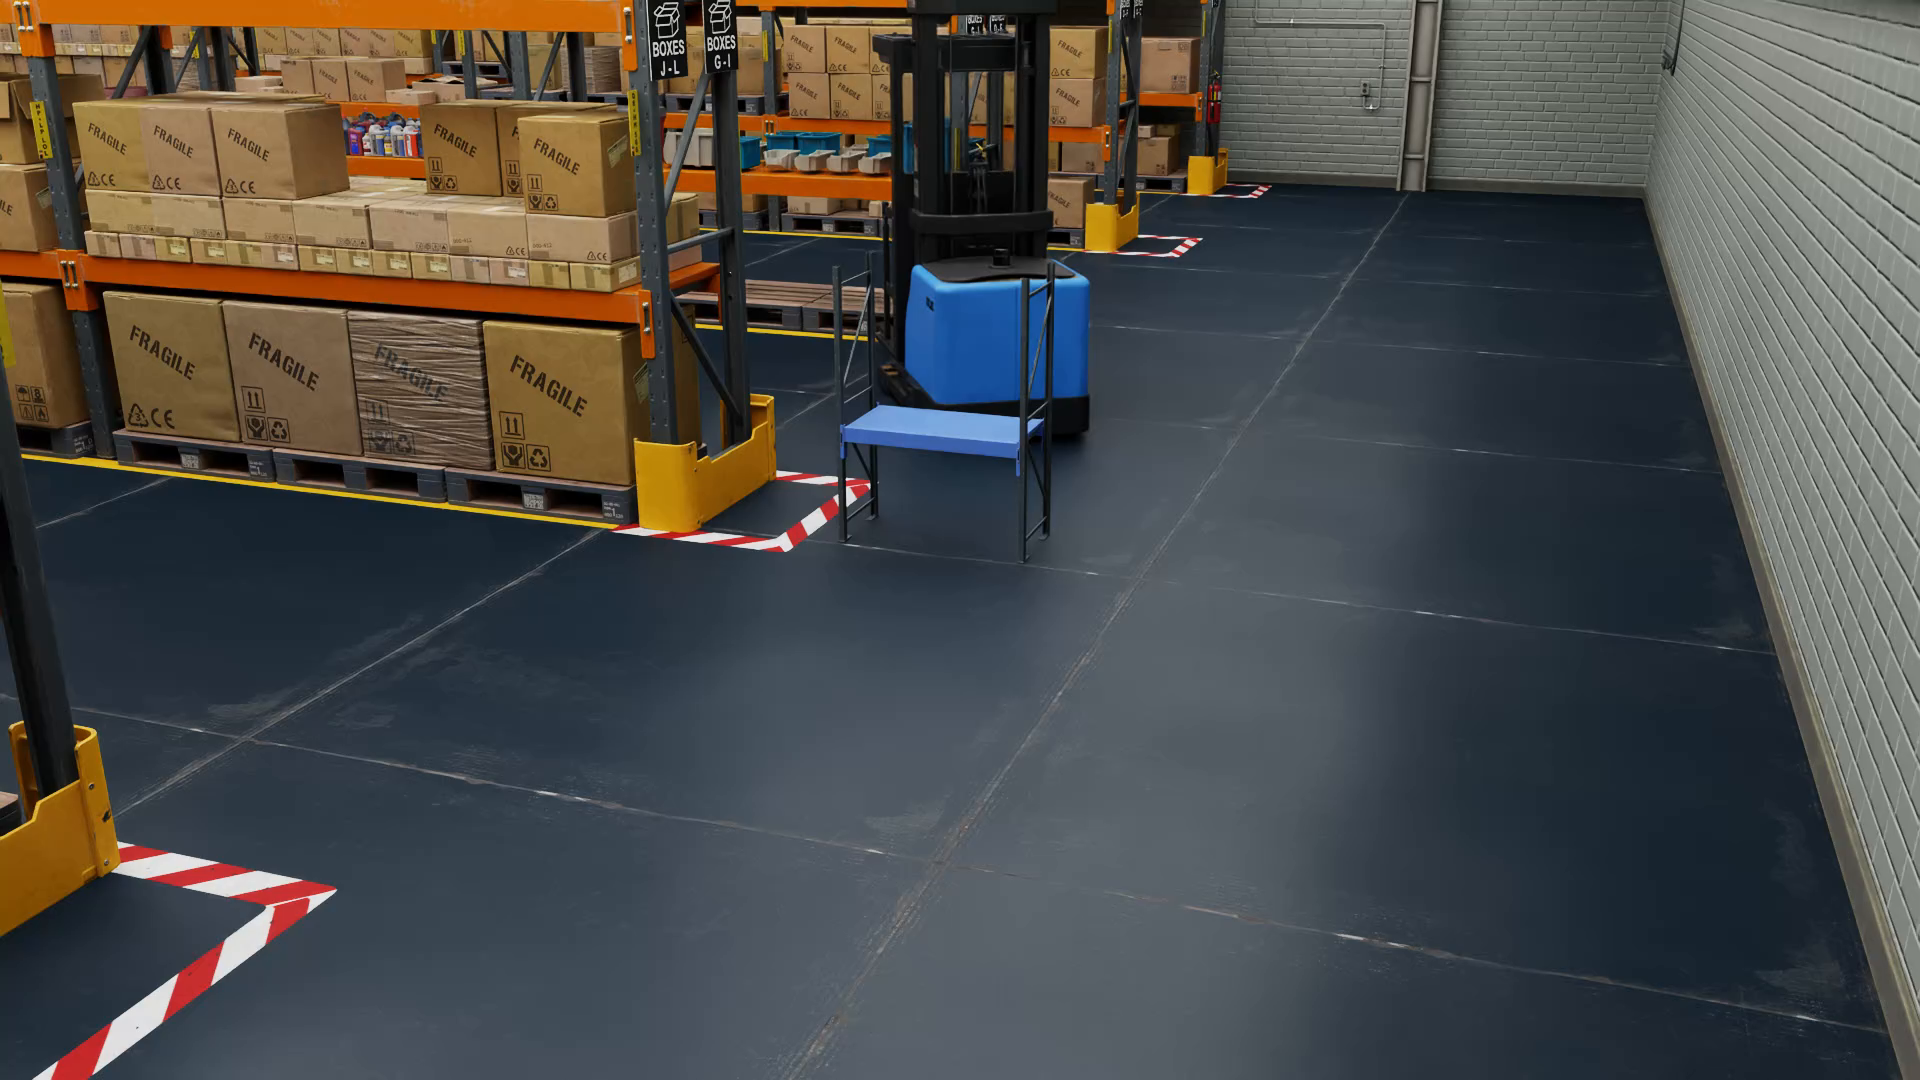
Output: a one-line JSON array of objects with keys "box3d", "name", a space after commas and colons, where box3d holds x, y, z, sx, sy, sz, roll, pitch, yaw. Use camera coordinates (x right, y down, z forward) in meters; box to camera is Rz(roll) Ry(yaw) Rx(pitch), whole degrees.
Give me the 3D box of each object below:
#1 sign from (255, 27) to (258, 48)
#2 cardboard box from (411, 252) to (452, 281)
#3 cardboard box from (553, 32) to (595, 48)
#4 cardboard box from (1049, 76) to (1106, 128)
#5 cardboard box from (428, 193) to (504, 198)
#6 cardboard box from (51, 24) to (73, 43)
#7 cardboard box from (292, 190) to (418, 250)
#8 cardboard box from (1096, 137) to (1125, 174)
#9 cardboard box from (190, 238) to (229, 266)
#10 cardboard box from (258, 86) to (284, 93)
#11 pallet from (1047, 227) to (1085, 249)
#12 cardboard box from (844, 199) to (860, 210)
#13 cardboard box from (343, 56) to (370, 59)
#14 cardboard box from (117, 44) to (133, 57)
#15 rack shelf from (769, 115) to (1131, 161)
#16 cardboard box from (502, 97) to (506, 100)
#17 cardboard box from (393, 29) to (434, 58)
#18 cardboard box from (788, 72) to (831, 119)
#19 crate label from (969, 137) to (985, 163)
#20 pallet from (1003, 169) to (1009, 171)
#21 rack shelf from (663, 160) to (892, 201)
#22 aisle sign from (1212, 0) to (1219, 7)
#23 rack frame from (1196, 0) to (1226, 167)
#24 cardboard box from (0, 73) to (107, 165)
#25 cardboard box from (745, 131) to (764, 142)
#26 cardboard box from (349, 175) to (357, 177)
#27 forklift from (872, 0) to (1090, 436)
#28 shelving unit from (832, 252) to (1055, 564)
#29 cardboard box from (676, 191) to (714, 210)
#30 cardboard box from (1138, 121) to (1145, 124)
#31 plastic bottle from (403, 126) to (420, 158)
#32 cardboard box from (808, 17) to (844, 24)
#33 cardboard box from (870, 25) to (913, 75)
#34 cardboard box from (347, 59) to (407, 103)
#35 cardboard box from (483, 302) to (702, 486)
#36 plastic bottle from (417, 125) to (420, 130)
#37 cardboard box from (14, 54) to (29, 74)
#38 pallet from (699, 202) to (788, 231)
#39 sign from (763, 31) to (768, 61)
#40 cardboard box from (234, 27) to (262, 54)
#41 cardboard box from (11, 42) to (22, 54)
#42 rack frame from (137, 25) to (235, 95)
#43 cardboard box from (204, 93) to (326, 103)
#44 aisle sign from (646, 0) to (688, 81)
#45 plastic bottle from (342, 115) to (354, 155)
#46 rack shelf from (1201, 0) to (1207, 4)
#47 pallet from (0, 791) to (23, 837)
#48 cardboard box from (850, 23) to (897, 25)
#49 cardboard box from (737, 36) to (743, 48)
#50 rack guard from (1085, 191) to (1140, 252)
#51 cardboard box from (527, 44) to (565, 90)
[{"box3d": [-9.393, -6.706, 22.119, 0.005, 0.325, 0.100, 7, 20, 18], "name": "sign"}, {"box3d": [-2.890, -1.578, 9.429, 0.250, 0.149, 0.380, 6, 20, 17], "name": "cardboard box"}, {"box3d": [-5.792, -7.566, 25.404, 0.500, 0.500, 0.700, 7, 20, 18], "name": "cardboard box"}, {"box3d": [1.261, -4.742, 17.971, 0.500, 0.500, 0.500, 7, 20, 20], "name": "cardboard box"}, {"box3d": [-2.812, -1.966, 9.935, 0.500, 0.250, 0.500, 6, 20, 16], "name": "cardboard box"}, {"box3d": [-11.878, -6.950, 22.333, 0.500, 0.500, 0.700, 7, 20, 18], "name": "cardboard box"}, {"box3d": [-3.479, -1.855, 9.618, 0.500, 0.250, 0.500, 7, 20, 18], "name": "cardboard box"}, {"box3d": [2.229, -5.388, 23.136, 0.500, 0.500, 0.700, 6, 20, 18], "name": "cardboard box"}, {"box3d": [-4.343, -1.745, 9.906, 0.250, 0.149, 0.380, 6, 20, 17], "name": "cardboard box"}, {"box3d": [-8.792, -5.749, 21.394, 0.250, 0.149, 0.380, 7, 20, 18], "name": "cardboard box"}, {"box3d": [0.949, -3.508, 18.820, 1.213, 0.211, 1.003, 7, 20, 18], "name": "pallet"}, {"box3d": [-1.373, -4.217, 19.746, 0.500, 0.500, 0.500, 7, 20, 18], "name": "cardboard box"}, {"box3d": [-9.434, -7.569, 26.431, 0.500, 0.250, 0.500, 6, 20, 18], "name": "cardboard box"}, {"box3d": [-10.849, -6.454, 21.896, 0.250, 0.149, 0.380, 6, 20, 18], "name": "cardboard box"}, {"box3d": [-0.115, -4.607, 18.829, 4.000, 0.370, 1.077, 7, 20, 18], "name": "rack shelf"}, {"box3d": [-6.822, -6.828, 26.098, 0.500, 0.250, 0.500, 6, 20, 17], "name": "cardboard box"}, {"box3d": [-8.488, -7.815, 25.998, 0.500, 0.500, 0.500, 6, 20, 18], "name": "cardboard box"}, {"box3d": [-1.613, -5.070, 18.913, 0.500, 0.500, 0.500, 7, 20, 19], "name": "cardboard box"}, {"box3d": [0.020, -3.269, 14.062, 0.303, 0.233, 0.416, 7, 20, 18], "name": "crate label"}, {"box3d": [0.310, -5.280, 23.904, 1.213, 0.211, 1.003, 7, 20, 18], "name": "pallet"}, {"box3d": [-1.744, -3.067, 14.412, 4.000, 0.370, 1.077, 7, 20, 18], "name": "rack shelf"}, {"box3d": [3.365, -7.398, 21.793, 0.004, 0.787, 0.394, 7, 20, 18], "name": "aisle sign"}, {"box3d": [3.396, -6.271, 22.511, 0.127, 3.000, 1.000, 7, 20, 18], "name": "rack frame"}, {"box3d": [-5.865, -2.671, 10.504, 0.637, 0.503, 0.797, 6, 20, 17], "name": "cardboard box"}, {"box3d": [-2.684, -6.102, 24.653, 0.750, 0.750, 0.750, 6, 20, 18], "name": "cardboard box"}, {"box3d": [-7.809, -4.640, 21.371, 0.500, 0.250, 0.500, 7, 20, 19], "name": "cardboard box"}, {"box3d": [0.011, -2.469, 11.708, 1.130, 2.935, 3.031, -4, 20, -13], "name": "forklift"}, {"box3d": [-0.081, -0.717, 8.856, 1.048, 1.500, 0.538, 7, 20, 18], "name": "shelving unit"}, {"box3d": [-3.029, -4.211, 19.728, 0.500, 0.500, 0.500, 7, 20, 18], "name": "cardboard box"}, {"box3d": [2.407, -5.743, 23.170, 0.250, 0.149, 0.380, 7, 20, 18], "name": "cardboard box"}, {"box3d": [-4.934, -3.601, 15.037, 0.135, 0.276, 0.152, 7, 20, 18], "name": "plastic bottle"}, {"box3d": [-1.869, -7.339, 23.800, 0.500, 0.250, 0.500, 7, 20, 19], "name": "cardboard box"}, {"box3d": [-0.679, -5.433, 18.433, 0.500, 0.500, 0.500, 6, 20, 16], "name": "cardboard box"}, {"box3d": [-7.373, -5.818, 21.059, 0.500, 0.500, 0.500, 5, 20, 15], "name": "cardboard box"}, {"box3d": [-2.111, -0.890, 9.663, 0.875, 0.875, 0.875, 7, 20, 18], "name": "cardboard box"}, {"box3d": [-4.910, -3.639, 15.155, 0.097, 0.271, 0.097, 0, 19, 0], "name": "plastic bottle"}, {"box3d": [-12.406, -6.397, 22.718, 0.500, 0.500, 0.700, 7, 20, 19], "name": "cardboard box"}, {"box3d": [-2.785, -3.922, 20.008, 1.213, 0.211, 1.003, 7, 20, 18], "name": "pallet"}, {"box3d": [-2.183, -5.537, 18.644, 0.005, 0.325, 0.100, 7, 20, 18], "name": "sign"}, {"box3d": [-11.366, -8.147, 26.951, 0.500, 0.500, 0.500, 7, 20, 18], "name": "cardboard box"}, {"box3d": [-12.555, -6.648, 22.454, 0.250, 0.149, 0.380, 7, 20, 18], "name": "cardboard box"}, {"box3d": [-7.412, -4.055, 16.153, 0.127, 3.000, 1.000, 7, 20, 18], "name": "rack frame"}, {"box3d": [-4.265, -2.485, 10.285, 0.500, 0.500, 0.500, 7, 20, 19], "name": "cardboard box"}, {"box3d": [-1.511, -2.778, 8.538, 0.004, 0.787, 0.394, 7, 20, 18], "name": "aisle sign"}, {"box3d": [-5.650, -3.716, 15.256, 0.185, 0.351, 0.144, 7, 20, 18], "name": "plastic bottle"}, {"box3d": [1.507, -7.564, 22.755, 4.000, 0.370, 1.077, 7, 20, 18], "name": "rack shelf"}, {"box3d": [-4.031, 1.090, 5.629, 1.213, 0.211, 1.003, 7, 20, 18], "name": "pallet"}, {"box3d": [-0.957, -5.654, 19.067, 0.500, 0.500, 0.500, 6, 20, 17], "name": "cardboard box"}, {"box3d": [-3.294, -7.141, 24.372, 0.500, 0.500, 0.500, 7, 20, 20], "name": "cardboard box"}, {"box3d": [1.702, -3.559, 18.526, 0.348, 0.500, 1.175, 7, 20, 18], "name": "rack guard"}, {"box3d": [-5.151, -5.808, 20.390, 0.500, 0.500, 0.700, 0, 19, 0], "name": "cardboard box"}]
